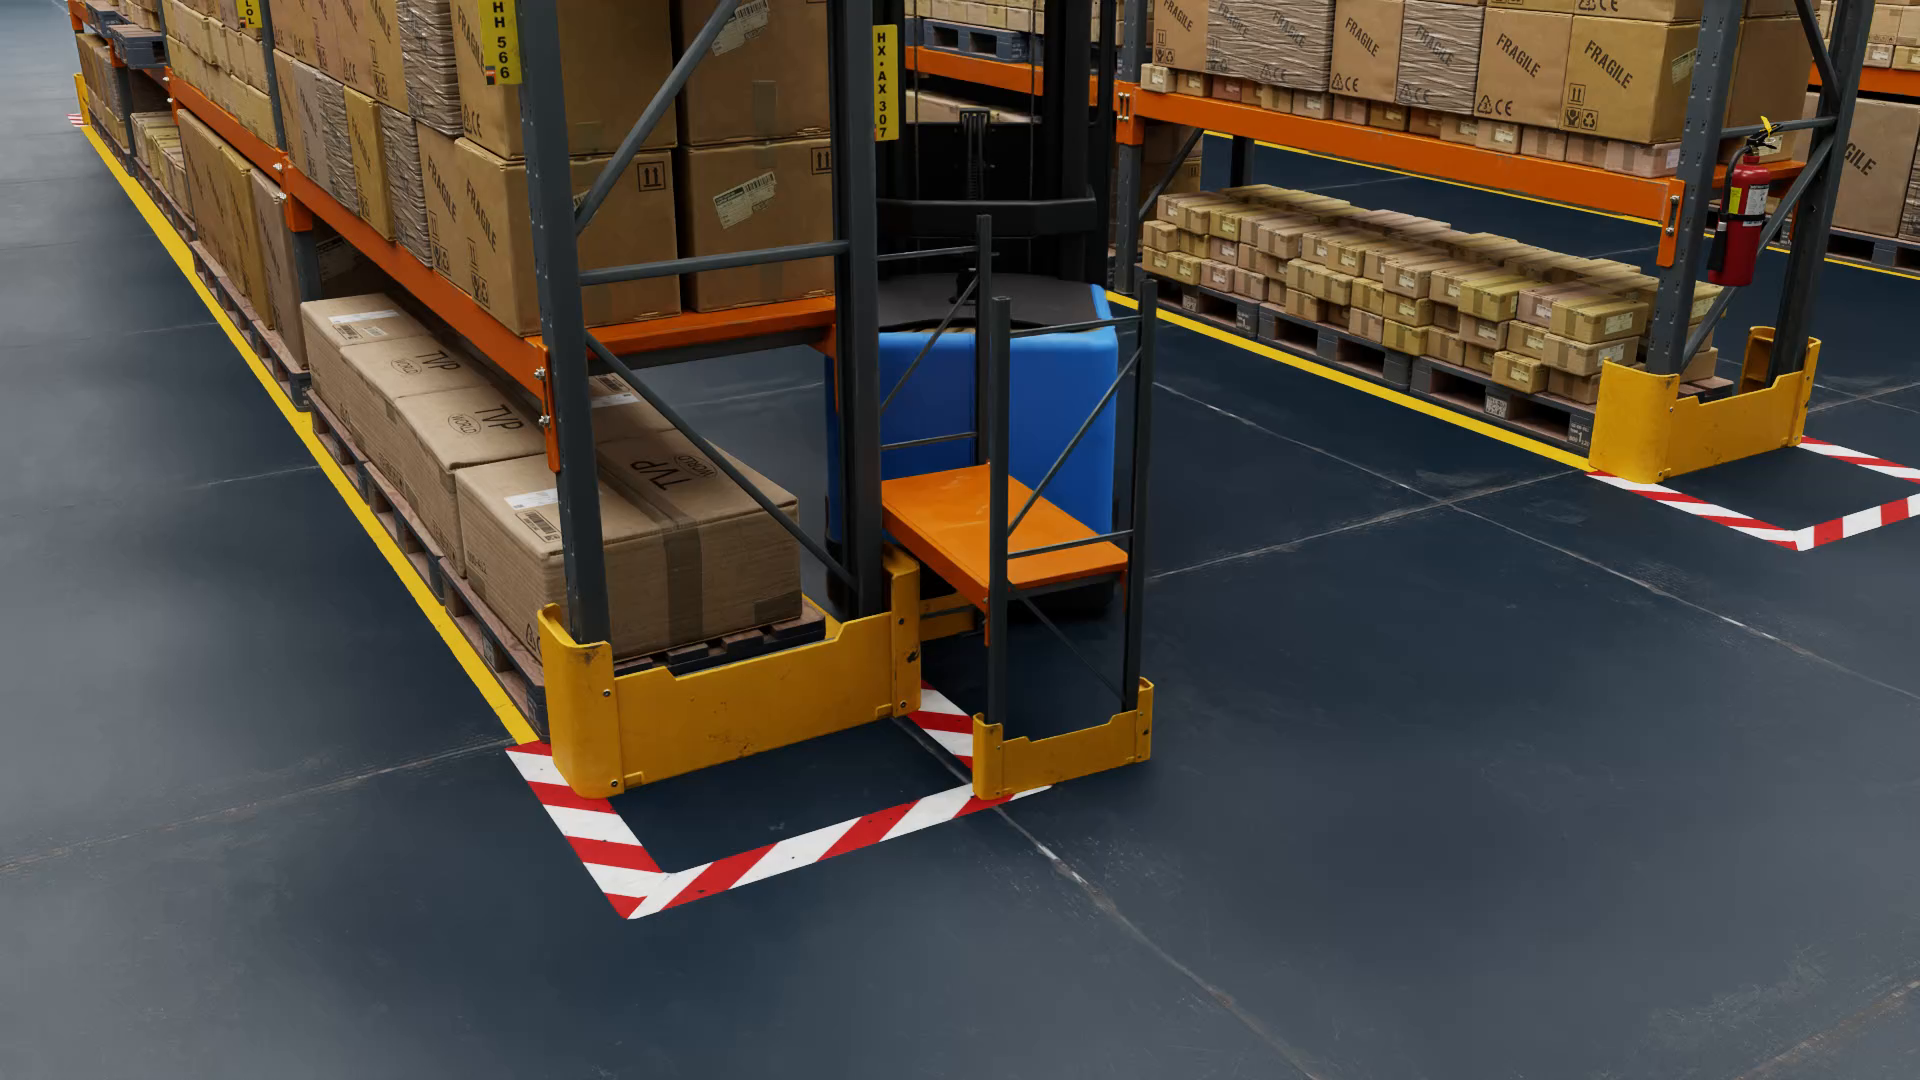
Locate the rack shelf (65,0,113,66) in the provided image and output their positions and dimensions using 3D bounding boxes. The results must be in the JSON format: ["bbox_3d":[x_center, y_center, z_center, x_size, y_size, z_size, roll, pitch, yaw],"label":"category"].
[{"bbox_3d":[-7.857,-4.987,16.052,1.077,0.370,4.000,-13,25,-28],"label":"rack shelf"}]

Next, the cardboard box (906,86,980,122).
[{"bbox_3d":[-0.185,-3.312,12.743,0.500,0.250,0.500,-13,25,-29],"label":"cardboard box"}]

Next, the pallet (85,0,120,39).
[{"bbox_3d":[-6.570,-4.308,13.682,1.003,0.211,1.213,-13,25,-28],"label":"pallet"}]

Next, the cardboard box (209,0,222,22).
[{"bbox_3d":[-3.706,-3.023,8.803,0.500,0.500,0.500,-12,25,-27],"label":"cardboard box"}]

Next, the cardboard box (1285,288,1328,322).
[{"bbox_3d":[2.062,-1.350,9.376,0.380,0.149,0.250,-13,26,-30],"label":"cardboard box"}]

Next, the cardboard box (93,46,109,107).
[{"bbox_3d":[-7.892,-4.410,15.775,0.500,0.500,0.500,-11,25,-25],"label":"cardboard box"}]

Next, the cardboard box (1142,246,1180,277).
[{"bbox_3d":[1.364,-1.762,10.391,0.380,0.149,0.250,-14,26,-31],"label":"cardboard box"}]

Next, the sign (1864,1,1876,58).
[{"bbox_3d":[3.964,-2.278,7.283,0.100,0.325,0.005,-13,25,-28],"label":"sign"}]

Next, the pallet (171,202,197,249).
[{"bbox_3d":[-5.190,-2.339,12.286,1.003,0.211,1.213,-13,25,-28],"label":"pallet"}]

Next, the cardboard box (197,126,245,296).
[{"bbox_3d":[-4.059,-2.059,10.157,0.875,0.875,0.875,-12,25,-28],"label":"cardboard box"}]

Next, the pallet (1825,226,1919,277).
[{"bbox_3d":[6.719,-2.040,11.551,1.003,0.211,1.213,-13,25,-28],"label":"pallet"}]

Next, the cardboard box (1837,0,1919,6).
[{"bbox_3d":[6.310,-3.872,11.162,0.500,0.500,0.500,-14,26,-30],"label":"cardboard box"}]

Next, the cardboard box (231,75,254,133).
[{"bbox_3d":[-3.454,-2.275,8.624,0.500,0.250,0.500,-13,25,-29],"label":"cardboard box"}]

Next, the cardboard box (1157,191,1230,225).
[{"bbox_3d":[1.453,-2.066,10.348,0.380,0.149,0.250,-11,25,-26],"label":"cardboard box"}]

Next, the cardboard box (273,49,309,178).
[{"bbox_3d":[-2.735,-1.927,7.435,0.500,0.500,0.500,-12,25,-27],"label":"cardboard box"}]

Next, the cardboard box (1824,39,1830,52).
[{"bbox_3d":[6.171,-3.375,11.465,0.380,0.149,0.250,-13,25,-29],"label":"cardboard box"}]

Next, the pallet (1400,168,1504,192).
[{"bbox_3d":[4.684,-3.328,14.718,1.003,0.211,1.213,-13,25,-28],"label":"pallet"}]

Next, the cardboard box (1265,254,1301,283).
[{"bbox_3d":[1.982,-1.582,9.554,0.380,0.149,0.250,-11,25,-26],"label":"cardboard box"}]

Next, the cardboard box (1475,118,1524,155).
[{"bbox_3d":[2.702,-1.952,7.963,0.380,0.149,0.250,-12,25,-27],"label":"cardboard box"}]

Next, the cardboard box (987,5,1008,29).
[{"bbox_3d":[0.413,-3.657,11.602,0.380,0.149,0.250,-11,25,-26],"label":"cardboard box"}]

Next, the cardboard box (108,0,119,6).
[{"bbox_3d":[-6.705,-4.428,13.499,0.380,0.149,0.250,-12,25,-27],"label":"cardboard box"}]

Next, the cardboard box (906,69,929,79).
[{"bbox_3d":[-0.822,-3.729,14.433,1.050,0.750,0.750,-13,25,-29],"label":"cardboard box"}]

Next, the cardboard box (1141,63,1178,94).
[{"bbox_3d":[1.318,-2.797,10.042,0.380,0.149,0.250,-12,25,-26],"label":"cardboard box"}]

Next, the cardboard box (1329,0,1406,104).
[{"bbox_3d":[2.275,-2.546,8.564,0.500,0.500,0.500,-11,25,-26],"label":"cardboard box"}]

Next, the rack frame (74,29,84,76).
[{"bbox_3d":[-8.879,-5.967,17.509,1.000,3.000,0.127,-13,25,-28],"label":"rack frame"}]

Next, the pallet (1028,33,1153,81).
[{"bbox_3d":[1.189,-3.254,11.089,1.003,0.211,1.213,-13,25,-28],"label":"pallet"}]

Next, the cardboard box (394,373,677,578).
[{"bbox_3d":[-1.604,-0.285,6.373,0.875,0.438,0.875,-12,25,-27],"label":"cardboard box"}]

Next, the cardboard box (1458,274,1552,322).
[{"bbox_3d":[2.689,-1.197,8.210,0.380,0.149,0.250,-13,26,-29],"label":"cardboard box"}]

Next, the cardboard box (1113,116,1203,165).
[{"bbox_3d":[1.304,-2.742,11.339,0.500,0.250,0.500,-14,26,-31],"label":"cardboard box"}]

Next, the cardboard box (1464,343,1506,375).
[{"bbox_3d":[2.770,-0.943,8.376,0.380,0.149,0.250,-13,25,-28],"label":"cardboard box"}]

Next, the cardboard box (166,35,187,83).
[{"bbox_3d":[-4.759,-3.101,10.657,0.500,0.250,0.500,-13,26,-29],"label":"cardboard box"}]

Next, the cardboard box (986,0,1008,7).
[{"bbox_3d":[0.405,-3.800,11.559,0.380,0.149,0.250,-12,25,-28],"label":"cardboard box"}]

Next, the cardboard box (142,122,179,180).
[{"bbox_3d":[-6.196,-3.248,13.751,0.950,0.372,0.625,-11,25,-25],"label":"cardboard box"}]

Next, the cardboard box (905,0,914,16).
[{"bbox_3d":[-0.258,-4.083,12.649,0.380,0.149,0.250,-11,25,-26],"label":"cardboard box"}]

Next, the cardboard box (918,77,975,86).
[{"bbox_3d":[-0.014,-3.575,13.390,0.500,0.250,0.500,-13,26,-29],"label":"cardboard box"}]

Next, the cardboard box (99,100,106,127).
[{"bbox_3d":[-8.161,-4.233,16.336,0.500,0.250,0.500,-11,24,-25],"label":"cardboard box"}]

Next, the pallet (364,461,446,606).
[{"bbox_3d":[-1.801,-0.134,6.862,1.003,0.211,1.213,-13,25,-28],"label":"pallet"}]

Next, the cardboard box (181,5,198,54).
[{"bbox_3d":[-4.239,-2.997,9.736,0.500,0.250,0.500,-13,25,-28],"label":"cardboard box"}]

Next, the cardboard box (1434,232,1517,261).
[{"bbox_3d":[2.833,-1.579,9.152,0.380,0.149,0.250,-12,25,-27],"label":"cardboard box"}]

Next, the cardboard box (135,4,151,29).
[{"bbox_3d":[-5.529,-3.662,11.614,0.380,0.149,0.250,-13,25,-29],"label":"cardboard box"}]

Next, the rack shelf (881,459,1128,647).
[{"bbox_3d":[0.093,0.012,5.269,0.538,0.185,1.000,-10,24,-24],"label":"rack shelf"}]

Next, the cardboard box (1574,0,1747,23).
[{"bbox_3d":[3.050,-2.520,7.173,0.500,0.500,0.500,-13,26,-29],"label":"cardboard box"}]

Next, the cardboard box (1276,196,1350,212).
[{"bbox_3d":[2.158,-1.998,10.181,0.380,0.149,0.250,-13,25,-29],"label":"cardboard box"}]

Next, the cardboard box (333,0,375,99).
[{"bbox_3d":[-1.954,-1.895,6.030,0.500,0.500,0.500,-13,25,-29],"label":"cardboard box"}]

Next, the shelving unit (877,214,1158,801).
[{"bbox_3d":[0.097,-0.152,5.193,0.587,1.500,1.083,-10,24,-24],"label":"shelving unit"}]

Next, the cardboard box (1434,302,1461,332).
[{"bbox_3d":[2.667,-1.175,8.552,0.380,0.149,0.250,-13,25,-29],"label":"cardboard box"}]

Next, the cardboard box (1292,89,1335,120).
[{"bbox_3d":[2.033,-2.380,9.016,0.380,0.149,0.250,-11,25,-26],"label":"cardboard box"}]

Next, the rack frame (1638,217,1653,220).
[{"bbox_3d":[5.770,-3.989,12.642,1.000,3.000,0.127,-13,25,-28],"label":"rack frame"}]

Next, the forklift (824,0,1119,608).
[{"bbox_3d":[0.066,-1.617,6.898,1.130,2.935,3.031,0,22,1],"label":"forklift"}]

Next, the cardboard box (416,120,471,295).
[{"bbox_3d":[-1.423,-1.105,5.413,0.500,0.500,0.500,-13,26,-29],"label":"cardboard box"}]

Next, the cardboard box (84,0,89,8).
[{"bbox_3d":[-8.051,-5.095,15.696,0.380,0.149,0.250,-12,25,-28],"label":"cardboard box"}]

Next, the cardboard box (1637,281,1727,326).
[{"bbox_3d":[3.522,-1.157,8.113,0.380,0.149,0.250,-14,26,-31],"label":"cardboard box"}]

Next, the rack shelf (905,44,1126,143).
[{"bbox_3d":[0.433,-3.382,12.103,1.077,0.370,4.000,-13,25,-28],"label":"rack shelf"}]

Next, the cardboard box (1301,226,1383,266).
[{"bbox_3d":[2.137,-1.642,9.306,0.380,0.149,0.250,-14,26,-30],"label":"cardboard box"}]
